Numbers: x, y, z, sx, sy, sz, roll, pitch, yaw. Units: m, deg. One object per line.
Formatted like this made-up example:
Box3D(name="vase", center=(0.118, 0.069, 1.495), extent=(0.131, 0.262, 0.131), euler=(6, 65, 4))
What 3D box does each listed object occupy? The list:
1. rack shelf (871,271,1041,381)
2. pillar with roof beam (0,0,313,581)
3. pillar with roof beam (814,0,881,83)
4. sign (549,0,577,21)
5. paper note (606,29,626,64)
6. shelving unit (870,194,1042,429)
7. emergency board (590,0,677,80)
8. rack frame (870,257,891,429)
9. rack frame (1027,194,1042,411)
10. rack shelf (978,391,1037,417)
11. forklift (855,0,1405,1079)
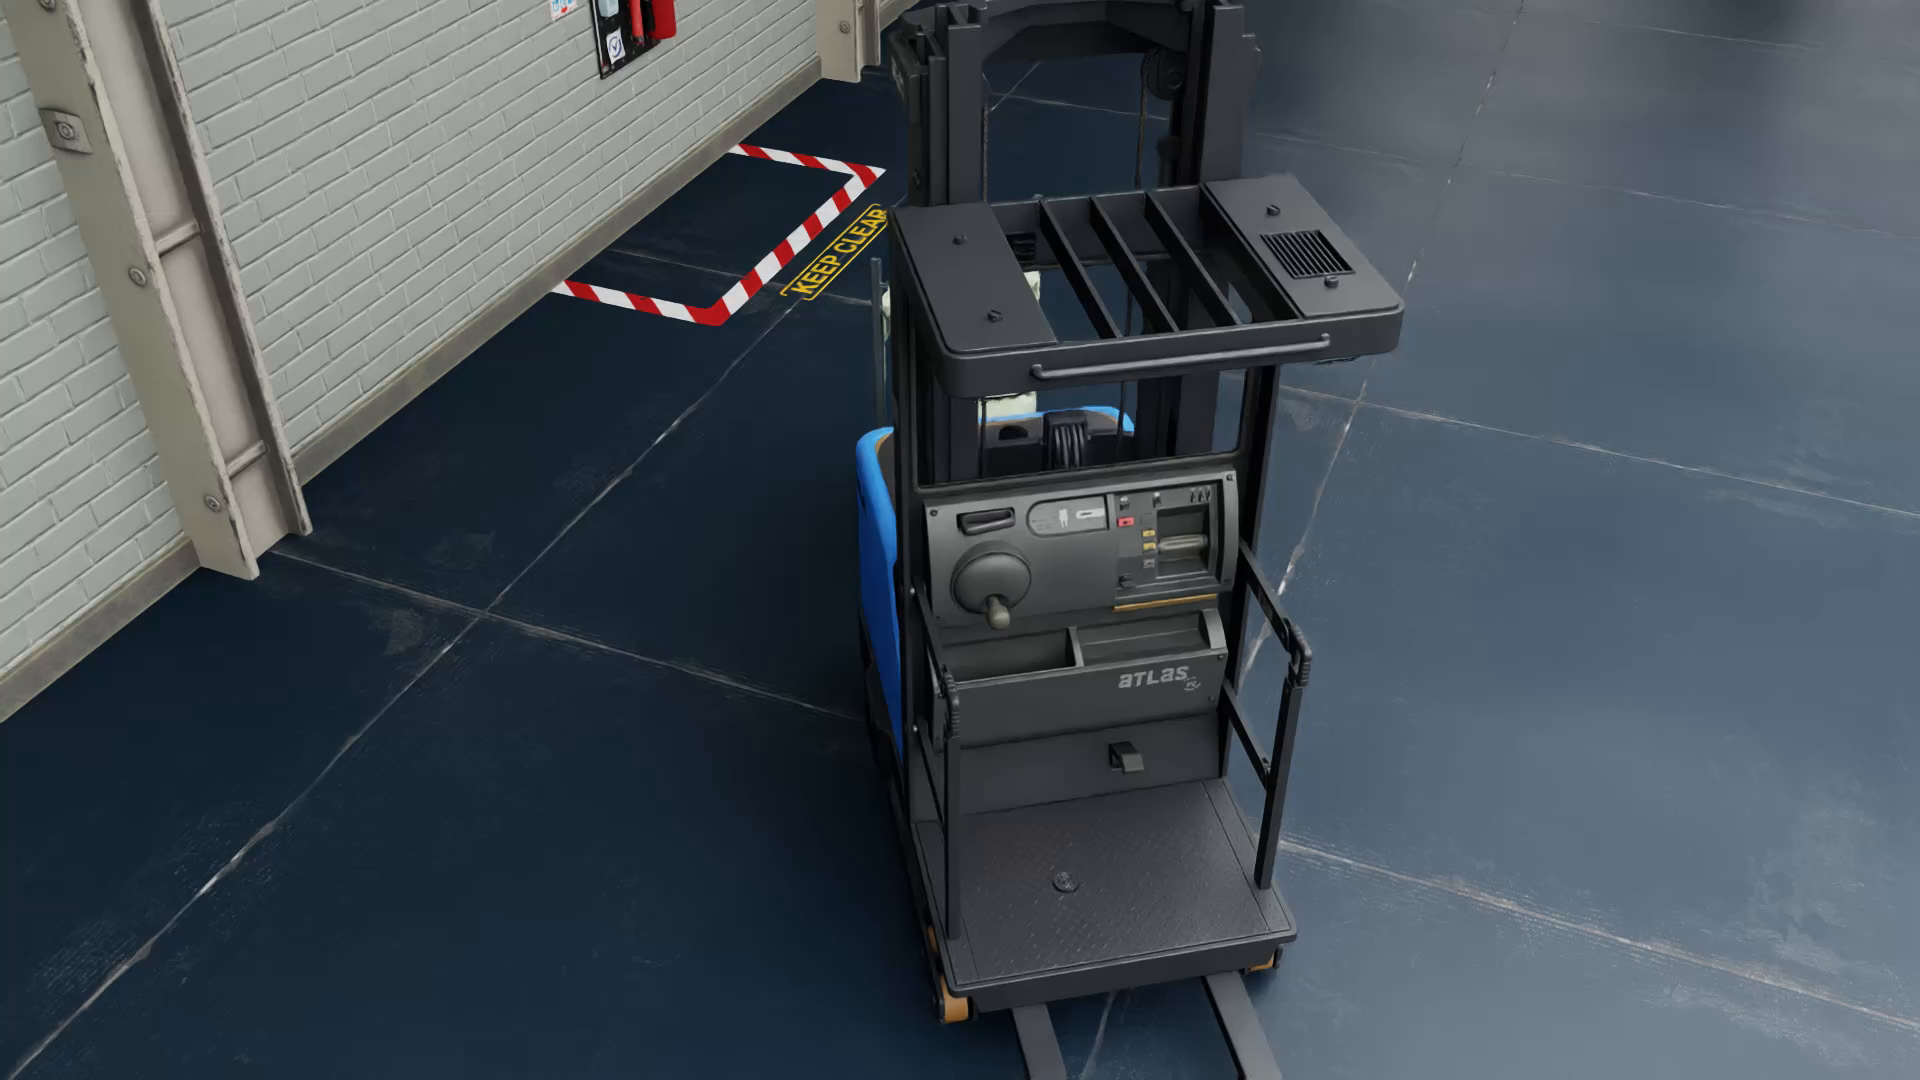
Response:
Box3D(name="rack shelf", center=(-0.003, -0.910, 6.562), extent=(0.431, 0.370, 0.720), euler=(14, 39, 18))
Box3D(name="pillar with roof beam", center=(0.924, -2.596, 3.207), extent=(9.100, 9.000, 0.400), euler=(14, 39, 18))
Box3D(name="pillar with roof beam", center=(3.207, -5.918, 7.651), extent=(9.100, 9.000, 0.400), euler=(14, 39, 18))
Box3D(name="sign", center=(-2.056, -2.868, 8.552), extent=(0.001, 0.329, 0.234), euler=(14, 39, 18))
Box3D(name="paper note", center=(-1.881, -2.701, 9.094), extent=(0.016, 0.148, 0.142), euler=(14, 39, 18))
Box3D(name="shelving unit", center=(-0.003, -0.597, 6.796), extent=(0.431, 1.500, 0.755), euler=(14, 39, 18))
Box3D(name="emergency board", center=(-1.750, -3.136, 8.940), extent=(0.194, 1.169, 0.643), euler=(14, 39, 18))
Box3D(name="rack frame", center=(-0.142, -0.394, 6.525), extent=(0.400, 1.500, 0.023), euler=(14, 39, 18))
Box3D(name="rack frame", center=(0.137, -0.800, 7.067), extent=(0.400, 1.500, 0.023), euler=(14, 39, 18))
Box3D(name="rack shelf", center=(-0.003, -0.336, 6.991), extent=(0.431, 0.370, 0.720), euler=(14, 39, 18))
Box3D(name="forklift", center=(0.407, 0.093, 4.677), extent=(1.130, 2.935, 3.031), euler=(-7, 37, -9))
